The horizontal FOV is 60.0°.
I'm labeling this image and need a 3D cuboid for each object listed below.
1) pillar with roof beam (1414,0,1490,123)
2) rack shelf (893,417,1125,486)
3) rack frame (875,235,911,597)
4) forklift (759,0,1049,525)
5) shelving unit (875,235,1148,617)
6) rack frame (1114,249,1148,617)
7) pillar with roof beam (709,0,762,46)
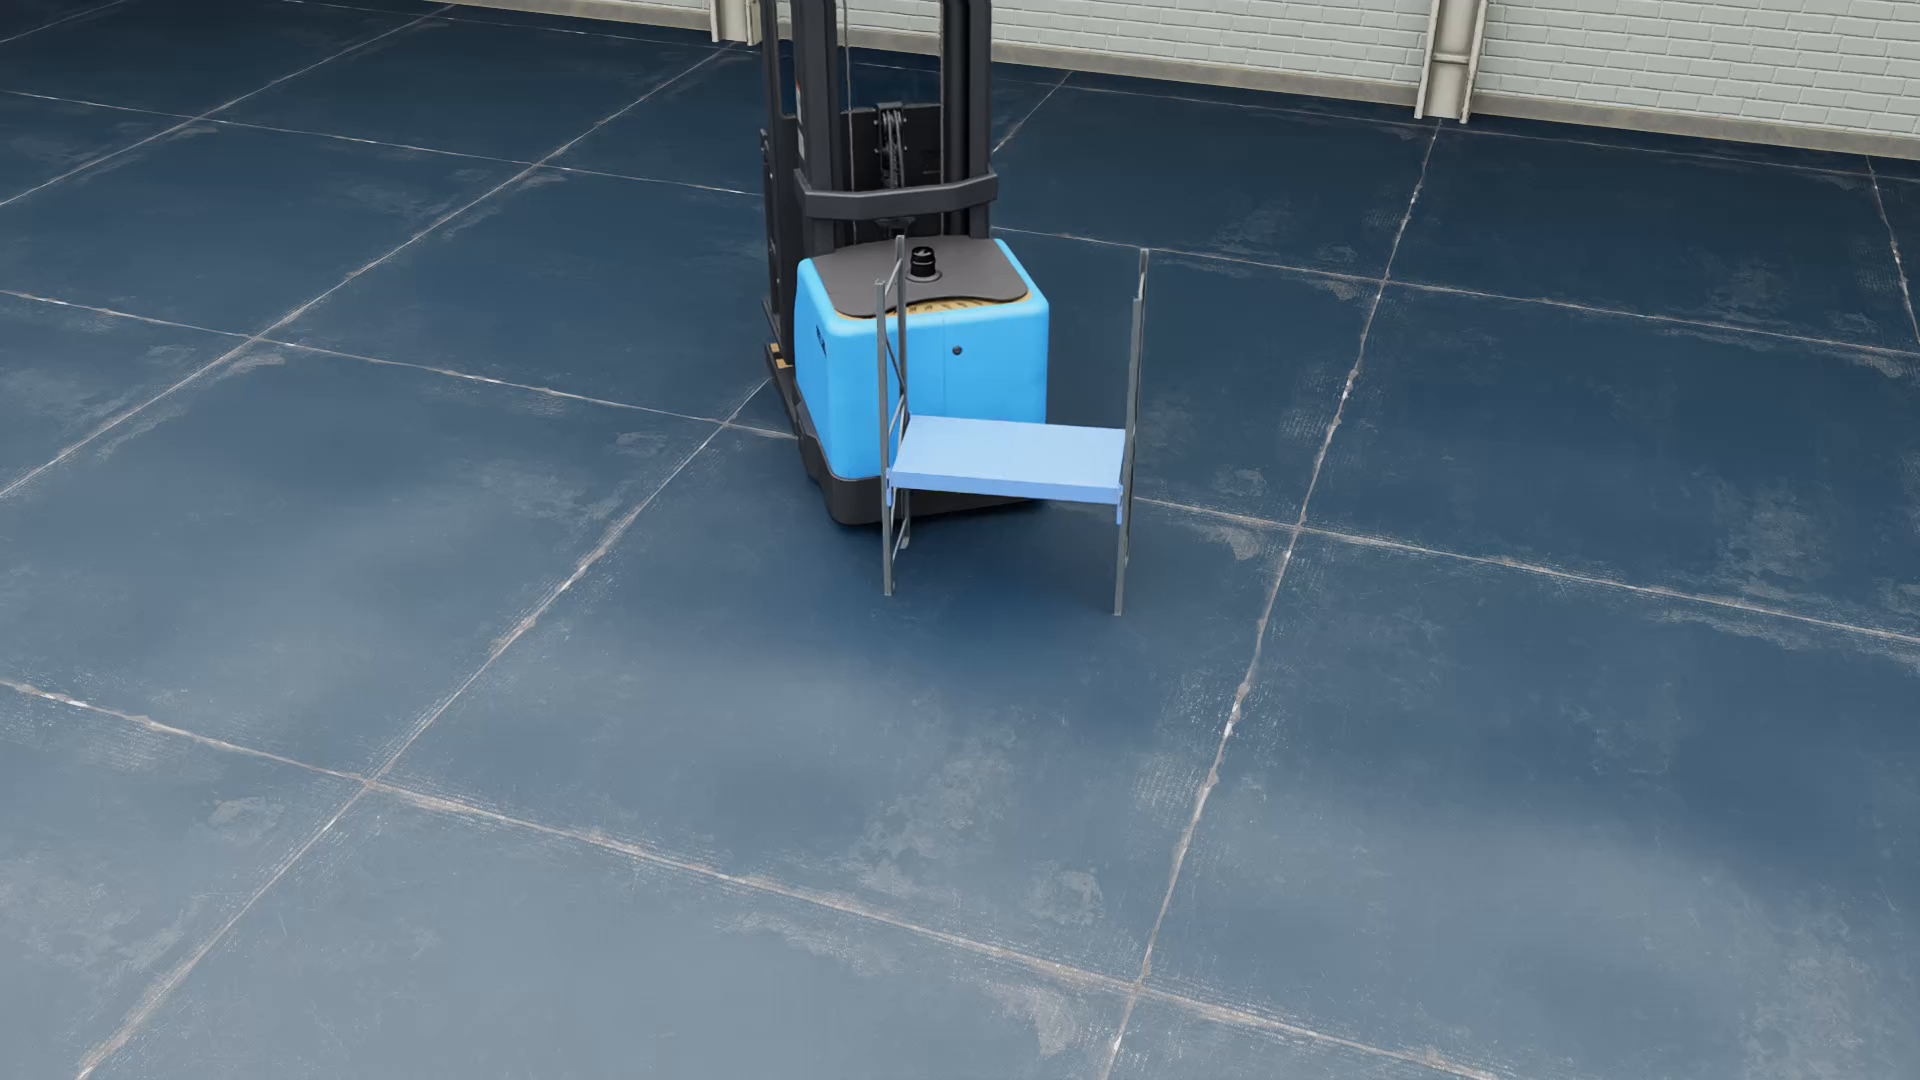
[{"bbox_3d":[2.274,-4.868,6.994,0.400,9.000,9.100,11,34,16],"label":"pillar with roof beam"},{"bbox_3d":[0.220,-0.361,7.168,0.952,0.062,0.459,5,33,7],"label":"rack shelf"},{"bbox_3d":[-0.283,-0.512,7.160,0.032,1.500,0.500,5,33,7],"label":"rack frame"},{"bbox_3d":[-0.451,-2.095,8.293,1.130,2.935,3.031,-8,34,-12],"label":"forklift"},{"bbox_3d":[0.220,-0.471,7.097,1.048,1.500,0.500,5,33,7],"label":"shelving unit"},{"bbox_3d":[0.723,-0.431,7.035,0.032,1.500,0.500,5,33,7],"label":"rack frame"},{"bbox_3d":[-3.375,-5.966,8.695,0.400,9.000,9.100,11,34,16],"label":"pillar with roof beam"}]
